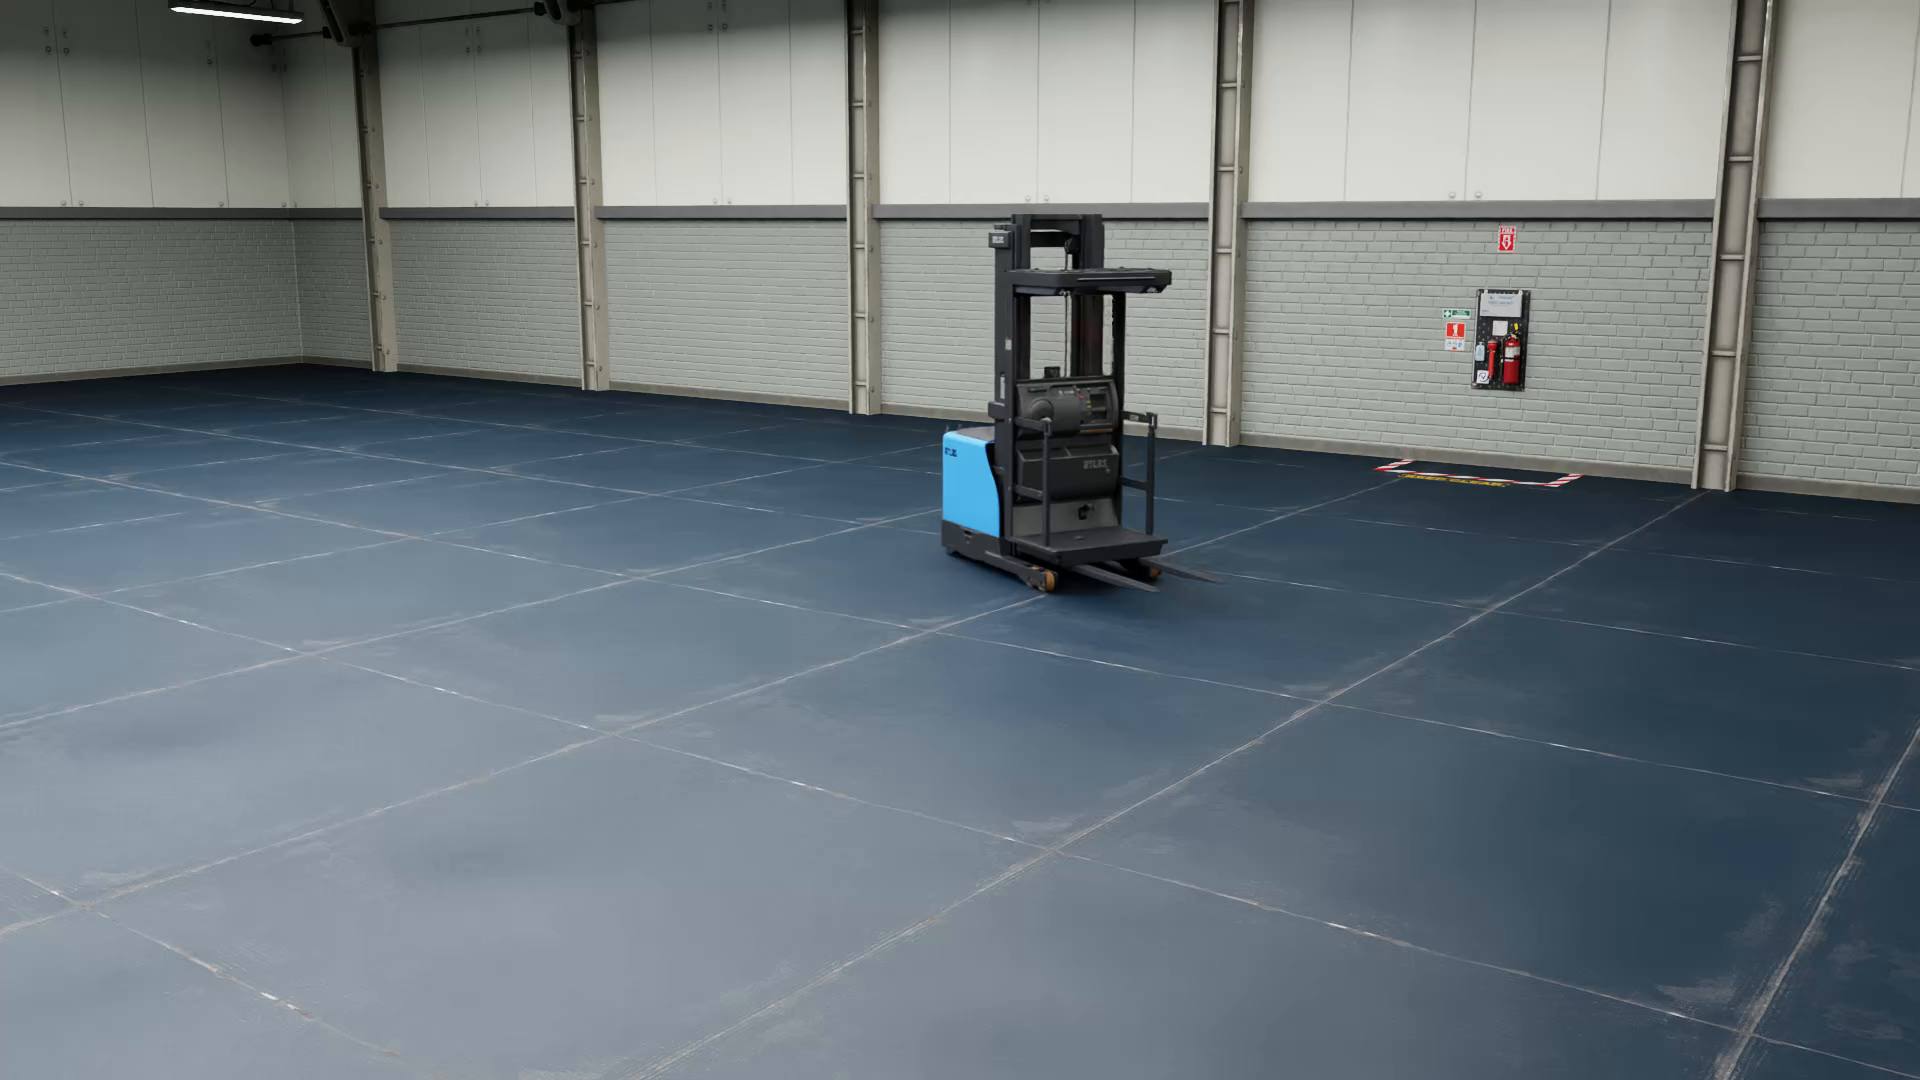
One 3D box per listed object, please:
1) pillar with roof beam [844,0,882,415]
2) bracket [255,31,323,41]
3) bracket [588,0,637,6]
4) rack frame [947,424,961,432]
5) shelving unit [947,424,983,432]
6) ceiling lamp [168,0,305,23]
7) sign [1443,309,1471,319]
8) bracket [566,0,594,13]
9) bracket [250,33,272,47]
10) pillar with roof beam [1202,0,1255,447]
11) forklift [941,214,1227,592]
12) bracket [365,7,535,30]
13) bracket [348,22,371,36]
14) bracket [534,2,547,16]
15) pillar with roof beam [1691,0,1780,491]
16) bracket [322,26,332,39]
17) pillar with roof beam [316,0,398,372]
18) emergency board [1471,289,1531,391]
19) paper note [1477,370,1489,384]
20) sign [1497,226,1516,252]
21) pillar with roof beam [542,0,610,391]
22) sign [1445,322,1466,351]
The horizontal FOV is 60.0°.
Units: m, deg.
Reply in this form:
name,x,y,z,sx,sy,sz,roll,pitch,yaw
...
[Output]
name,x,y,z,sx,sy,sz,roll,pitch,yaw
pillar with roof beam,-3.978,-5.677,20.904,0.400,9.000,9.100,8,13,36
bracket,-13.080,-9.645,31.936,3.189,0.066,0.076,8,13,36
bracket,-4.065,-8.387,25.436,4.783,0.066,0.076,8,13,36
rack frame,-0.055,-0.523,15.190,0.008,1.050,0.200,8,13,36
shelving unit,0.043,-0.509,15.119,0.252,1.050,0.215,8,13,36
ceiling lamp,-10.923,-9.357,24.559,0.800,3.185,2.000,8,13,36
sign,5.887,-2.679,19.712,0.331,0.109,0.001,8,13,36
bracket,-6.141,-8.677,26.933,0.430,0.232,0.235,8,13,36
bracket,-13.557,-9.711,32.280,0.430,0.232,0.235,8,13,36
pillar with roof beam,0.858,-5.003,17.417,0.400,9.000,9.100,8,13,36
forklift,0.983,-1.127,13.359,1.130,2.935,3.031,-6,12,-28
bracket,-8.901,-9.062,28.923,4.783,0.066,0.076,8,13,36
bracket,-10.977,-9.352,30.420,0.430,0.232,0.235,8,13,36
bracket,-6.810,-8.770,27.416,0.430,0.232,0.235,8,13,36
pillar with roof beam,5.694,-4.328,13.930,0.400,9.000,9.100,8,13,36
bracket,-11.646,-9.445,30.902,0.430,0.232,0.235,8,13,36
pillar with roof beam,-13.650,-7.026,27.877,0.548,9.000,9.100,8,13,36
emergency board,6.273,-2.325,19.373,0.643,1.169,0.194,8,13,36
paper note,6.171,-1.923,19.614,0.142,0.148,0.016,8,13,36
sign,6.326,-3.480,19.236,0.199,0.298,0.001,8,13,36
pillar with roof beam,-8.814,-6.352,24.391,0.548,9.000,9.100,8,13,36
sign,5.889,-2.421,19.772,0.234,0.329,0.001,8,13,36
